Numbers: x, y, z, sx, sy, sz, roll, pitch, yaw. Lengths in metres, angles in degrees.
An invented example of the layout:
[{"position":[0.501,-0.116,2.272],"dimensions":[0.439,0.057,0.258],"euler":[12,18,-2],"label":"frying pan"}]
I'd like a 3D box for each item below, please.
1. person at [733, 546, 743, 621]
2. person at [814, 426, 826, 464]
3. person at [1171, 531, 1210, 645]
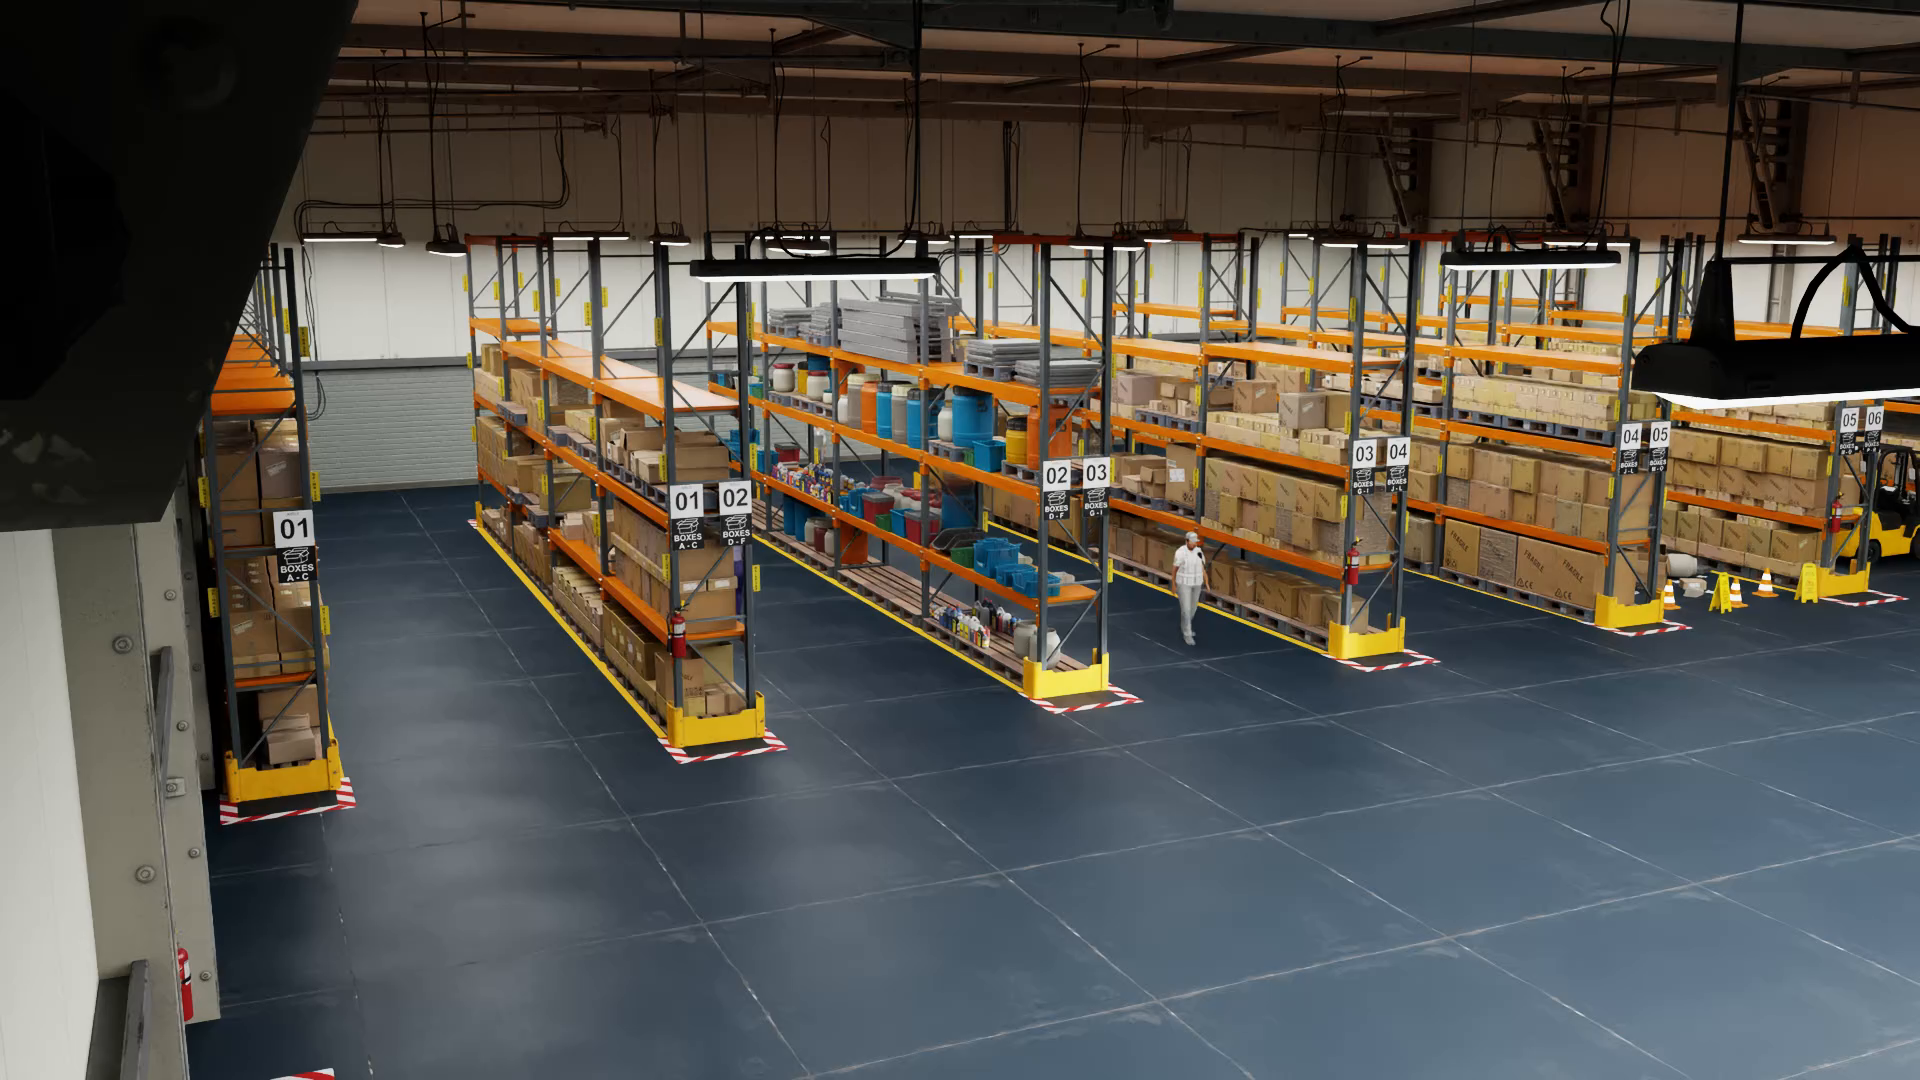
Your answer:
[{"position":[-3.608,0.516,26.134],"dimensions":[0.586,1.657,0.398],"euler":[-4,12,-20],"label":"person"},{"position":[-3.491,-2.239,40.494],"dimensions":[0.422,1.561,0.768],"euler":[-5,12,-25],"label":"person"},{"position":[3.505,0.702,25.201],"dimensions":[0.534,1.685,0.644],"euler":[-5,12,-23],"label":"person"}]
